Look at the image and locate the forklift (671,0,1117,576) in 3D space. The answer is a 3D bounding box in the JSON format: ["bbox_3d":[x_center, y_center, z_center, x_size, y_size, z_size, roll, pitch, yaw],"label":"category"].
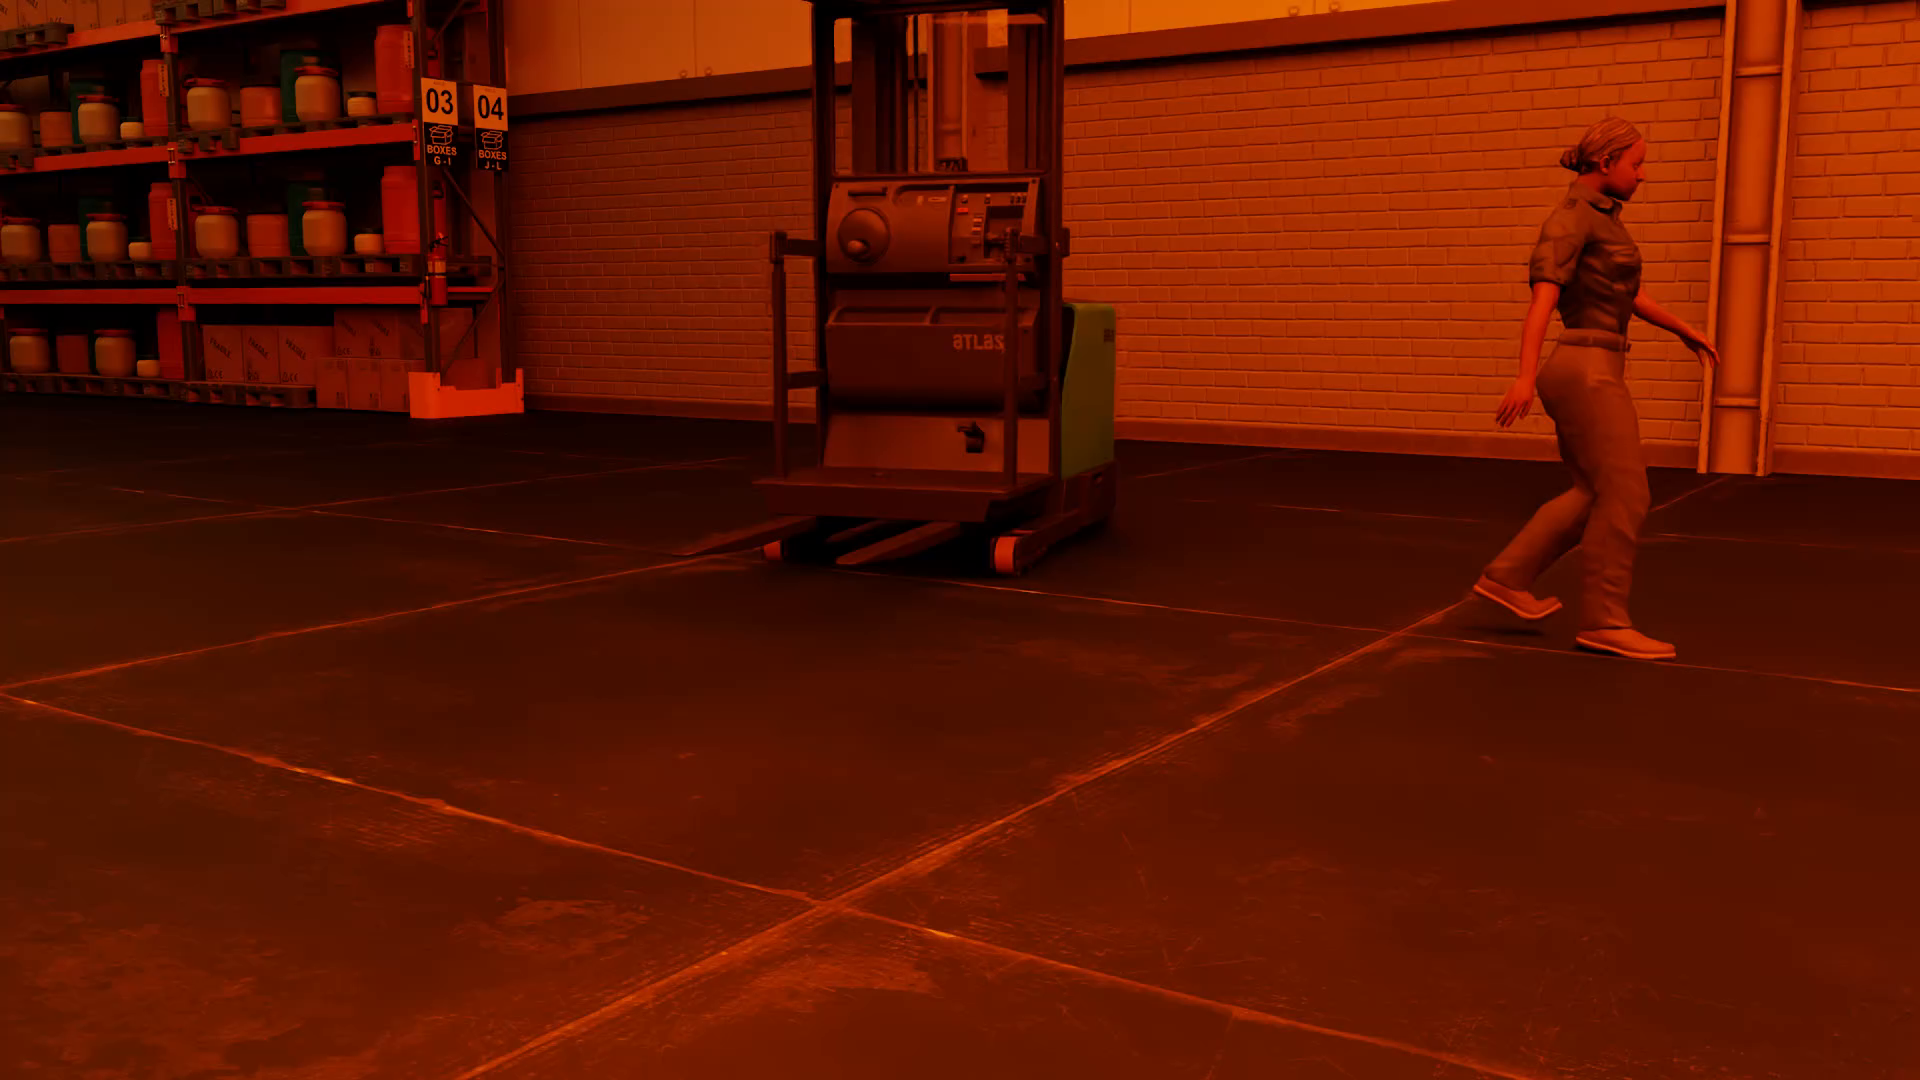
[{"bbox_3d":[-0.185,-1.369,6.817,1.130,2.935,3.031,3,9,19],"label":"forklift"}]

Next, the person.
[{"bbox_3d":[1.957,-0.473,5.159,0.697,1.640,0.817,4,9,26],"label":"person"}]
